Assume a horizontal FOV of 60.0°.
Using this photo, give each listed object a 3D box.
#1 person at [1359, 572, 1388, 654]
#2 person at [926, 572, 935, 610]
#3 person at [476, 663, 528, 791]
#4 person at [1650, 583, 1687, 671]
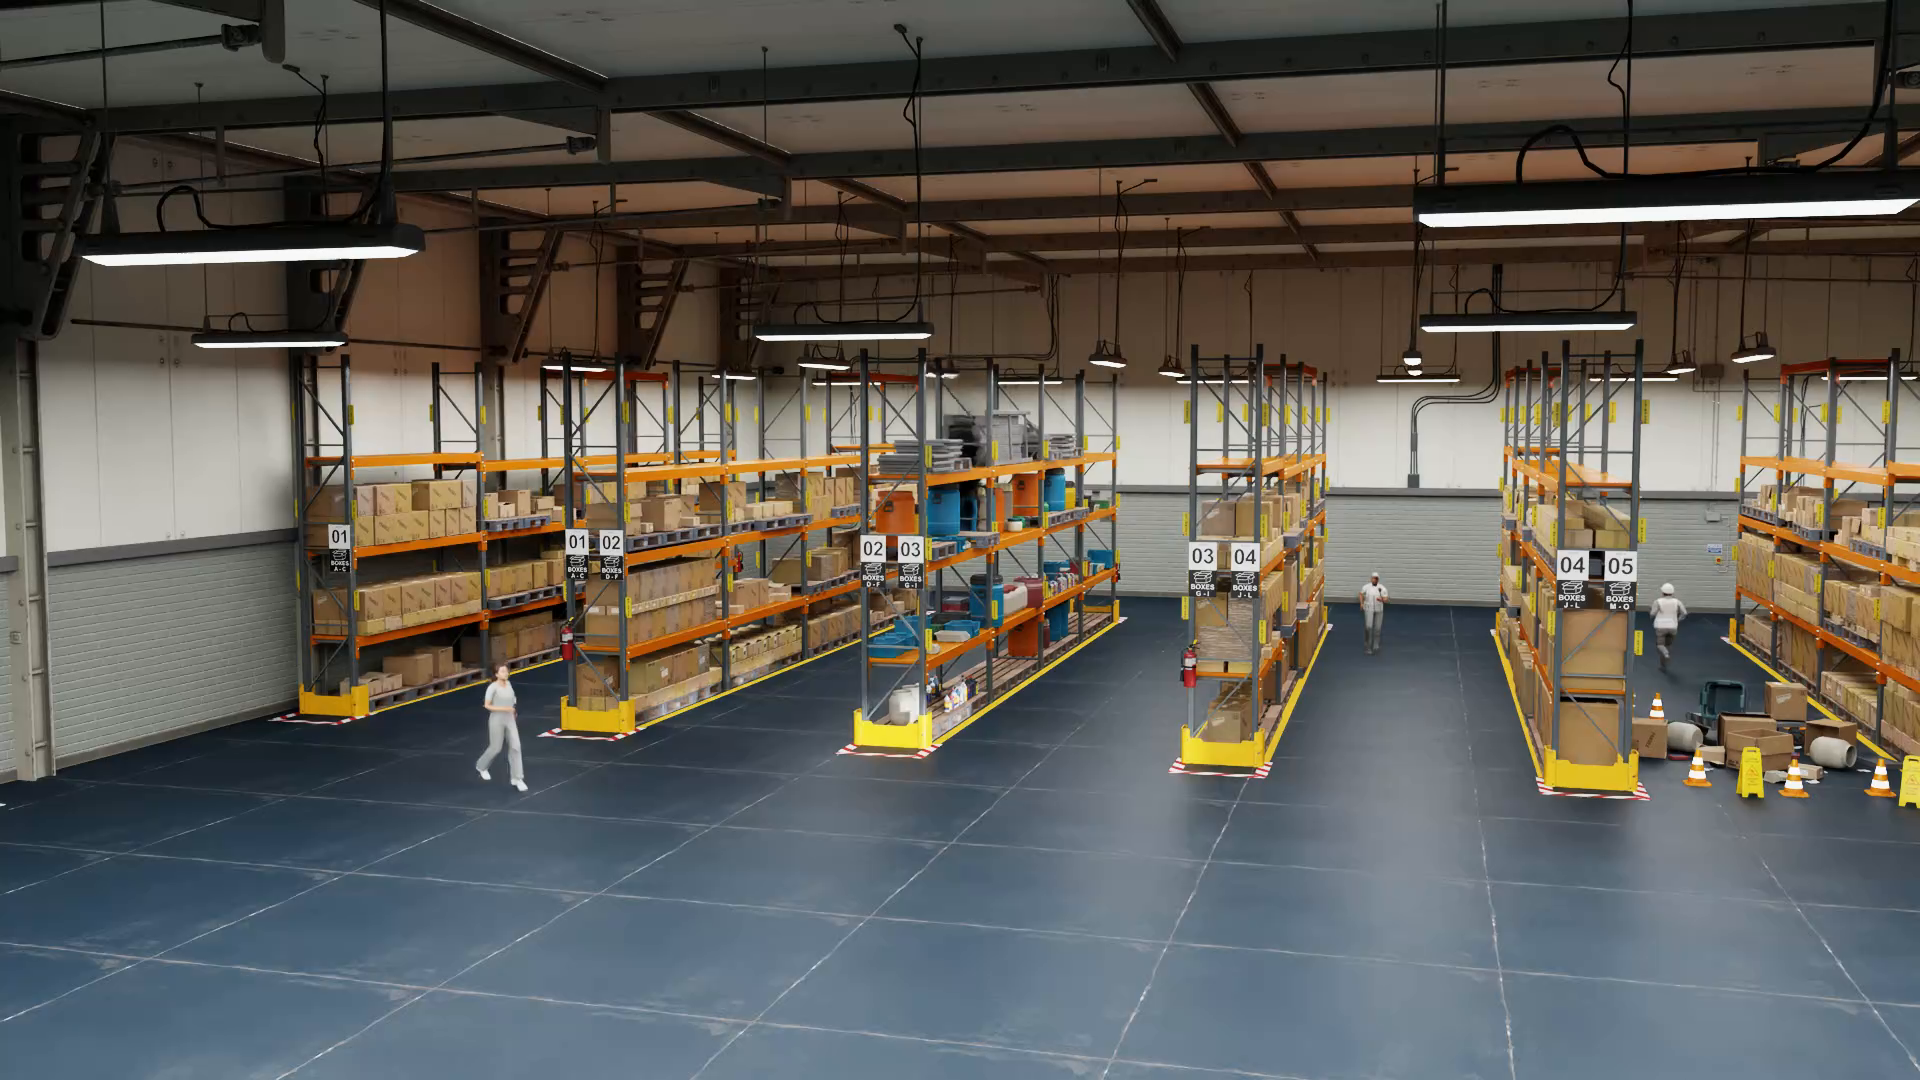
[{"bbox_3d":[8.741,1.548,35.134,0.578,1.732,0.746,1,4,7],"label":"person"},{"bbox_3d":[-1.026,0.941,42.753,0.838,1.700,0.688,2,5,23],"label":"person"},{"bbox_3d":[-6.171,2.486,22.339,0.929,1.698,0.584,3,5,34],"label":"person"},{"bbox_3d":[13.746,1.720,32.332,0.662,1.760,0.805,0,4,6],"label":"person"}]
